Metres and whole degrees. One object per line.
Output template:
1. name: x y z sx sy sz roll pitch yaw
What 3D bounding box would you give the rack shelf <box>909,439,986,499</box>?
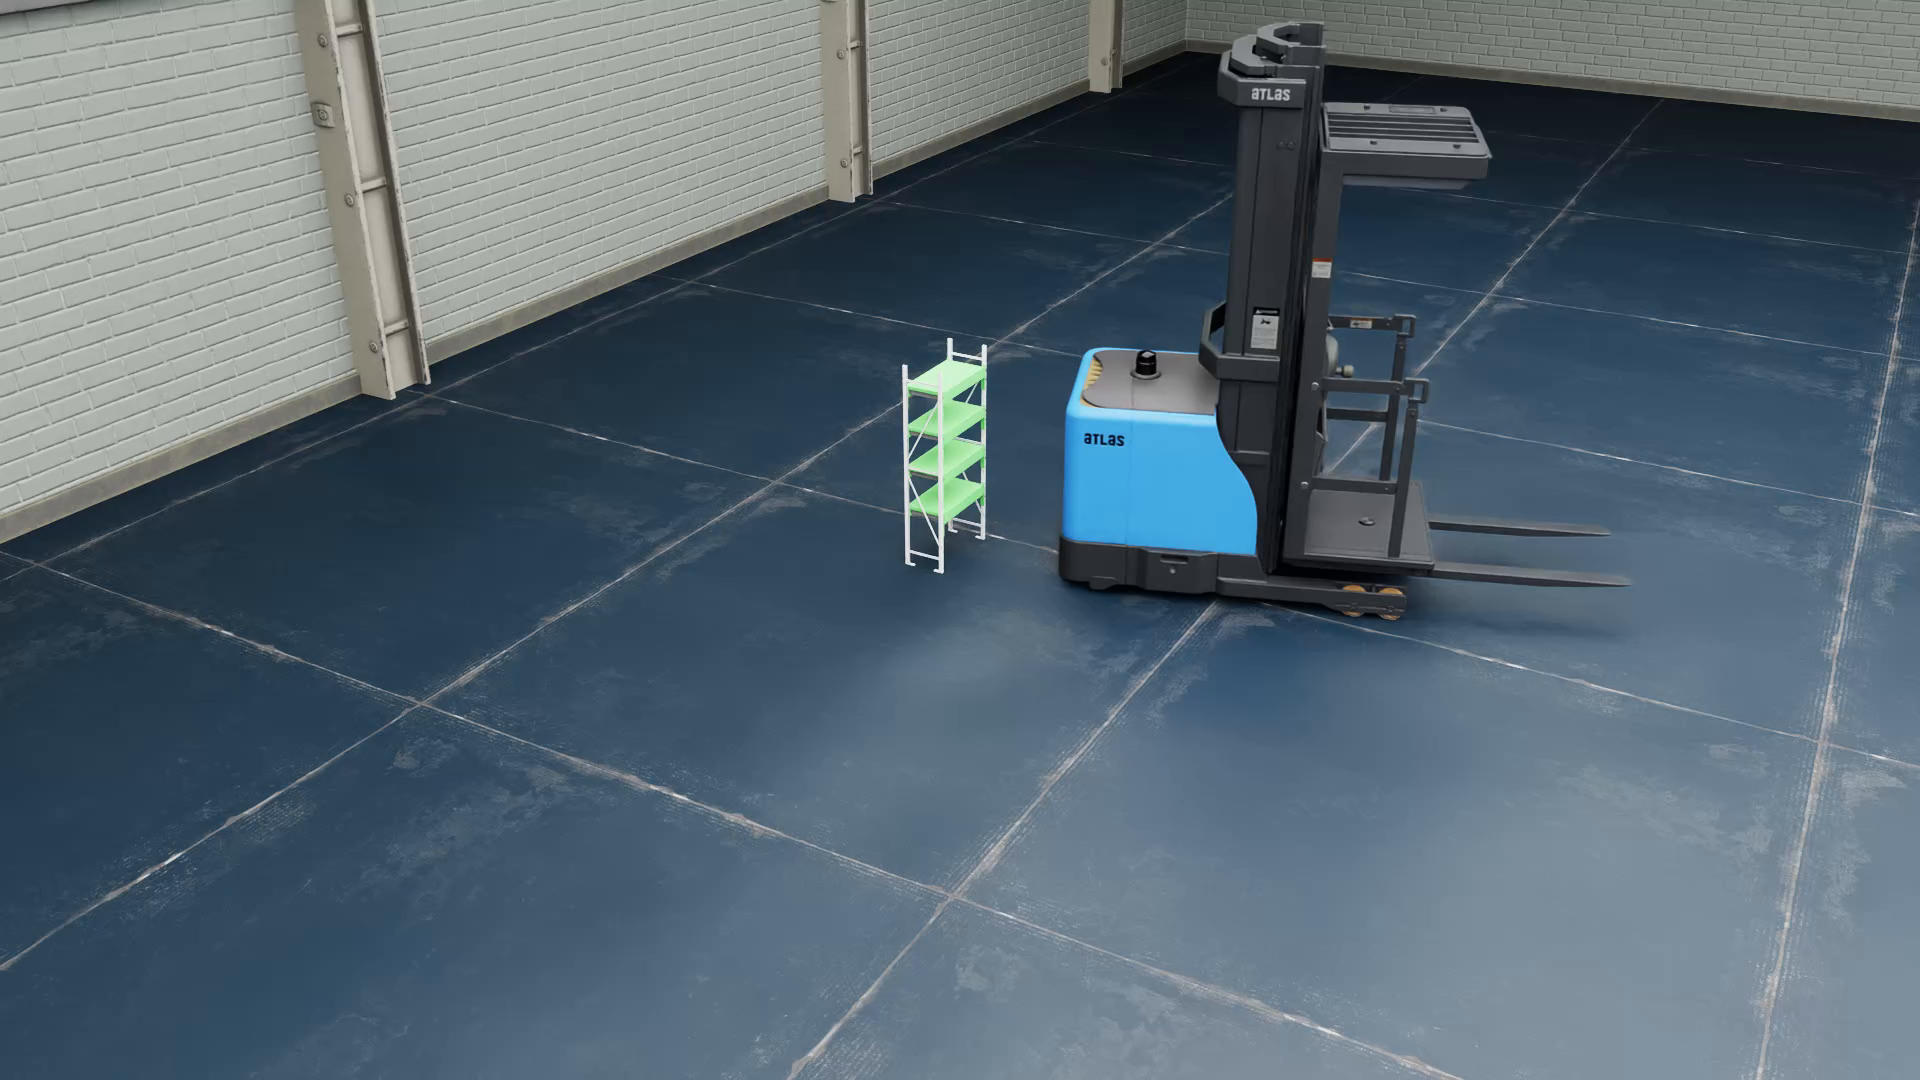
1. rack shelf: -0.081 -0.415 9.381 0.258 0.148 0.480 14 30 26

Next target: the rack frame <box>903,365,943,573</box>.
1. rack frame: -0.201 -0.377 9.163 0.240 1.200 0.015 14 30 26

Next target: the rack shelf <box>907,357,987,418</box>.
1. rack shelf: -0.081 -0.844 9.166 0.258 0.148 0.480 14 30 26

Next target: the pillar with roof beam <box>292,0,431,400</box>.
1. pillar with roof beam: -0.304 -4.173 8.034 9.100 9.000 0.400 14 30 26

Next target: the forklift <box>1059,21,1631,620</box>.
1. forklift: 2.114 -1.142 8.757 3.031 2.935 1.130 5 27 9

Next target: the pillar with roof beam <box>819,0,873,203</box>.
1. pillar with roof beam: 2.648 -6.512 12.705 9.100 9.000 0.400 14 30 26

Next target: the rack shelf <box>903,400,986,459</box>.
1. rack shelf: -0.081 -0.629 9.274 0.258 0.148 0.480 14 30 26

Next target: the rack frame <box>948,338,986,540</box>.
1. rack frame: 0.039 -0.567 9.542 0.240 1.200 0.015 14 30 26

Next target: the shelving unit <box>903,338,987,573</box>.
1. shelving unit: -0.081 -0.472 9.353 0.258 1.200 0.503 14 30 26

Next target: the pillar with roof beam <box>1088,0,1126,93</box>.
1. pillar with roof beam: 5.599 -8.850 17.376 9.100 9.000 0.400 14 30 26

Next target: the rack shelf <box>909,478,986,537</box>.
1. rack shelf: -0.081 -0.200 9.489 0.258 0.148 0.480 14 30 26
